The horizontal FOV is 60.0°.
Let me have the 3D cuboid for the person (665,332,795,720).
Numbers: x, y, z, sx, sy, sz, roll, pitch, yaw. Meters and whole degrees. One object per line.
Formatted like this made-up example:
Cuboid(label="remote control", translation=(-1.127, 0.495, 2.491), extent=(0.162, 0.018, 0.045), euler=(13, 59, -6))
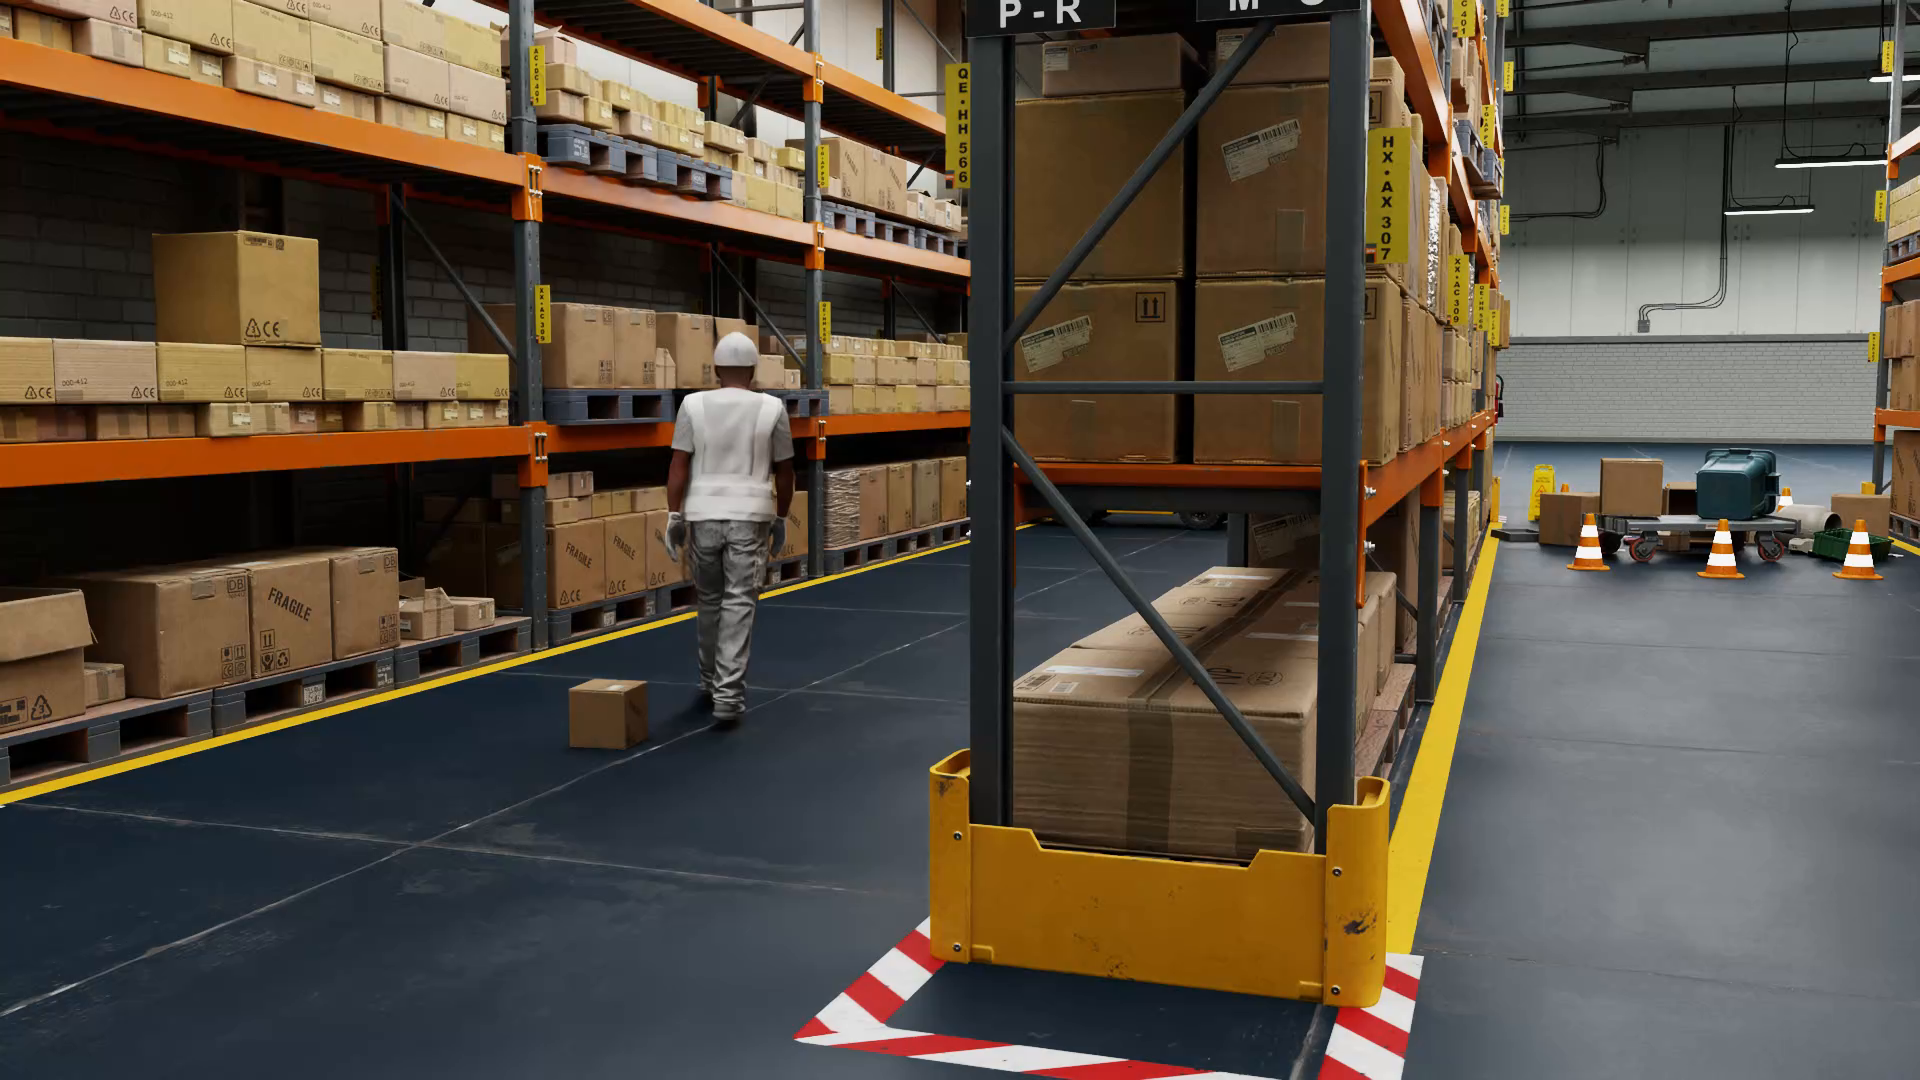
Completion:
Cuboid(label="person", translation=(-1.046, -0.092, 7.731), extent=(0.567, 1.736, 0.915), euler=(0, 5, 2))
